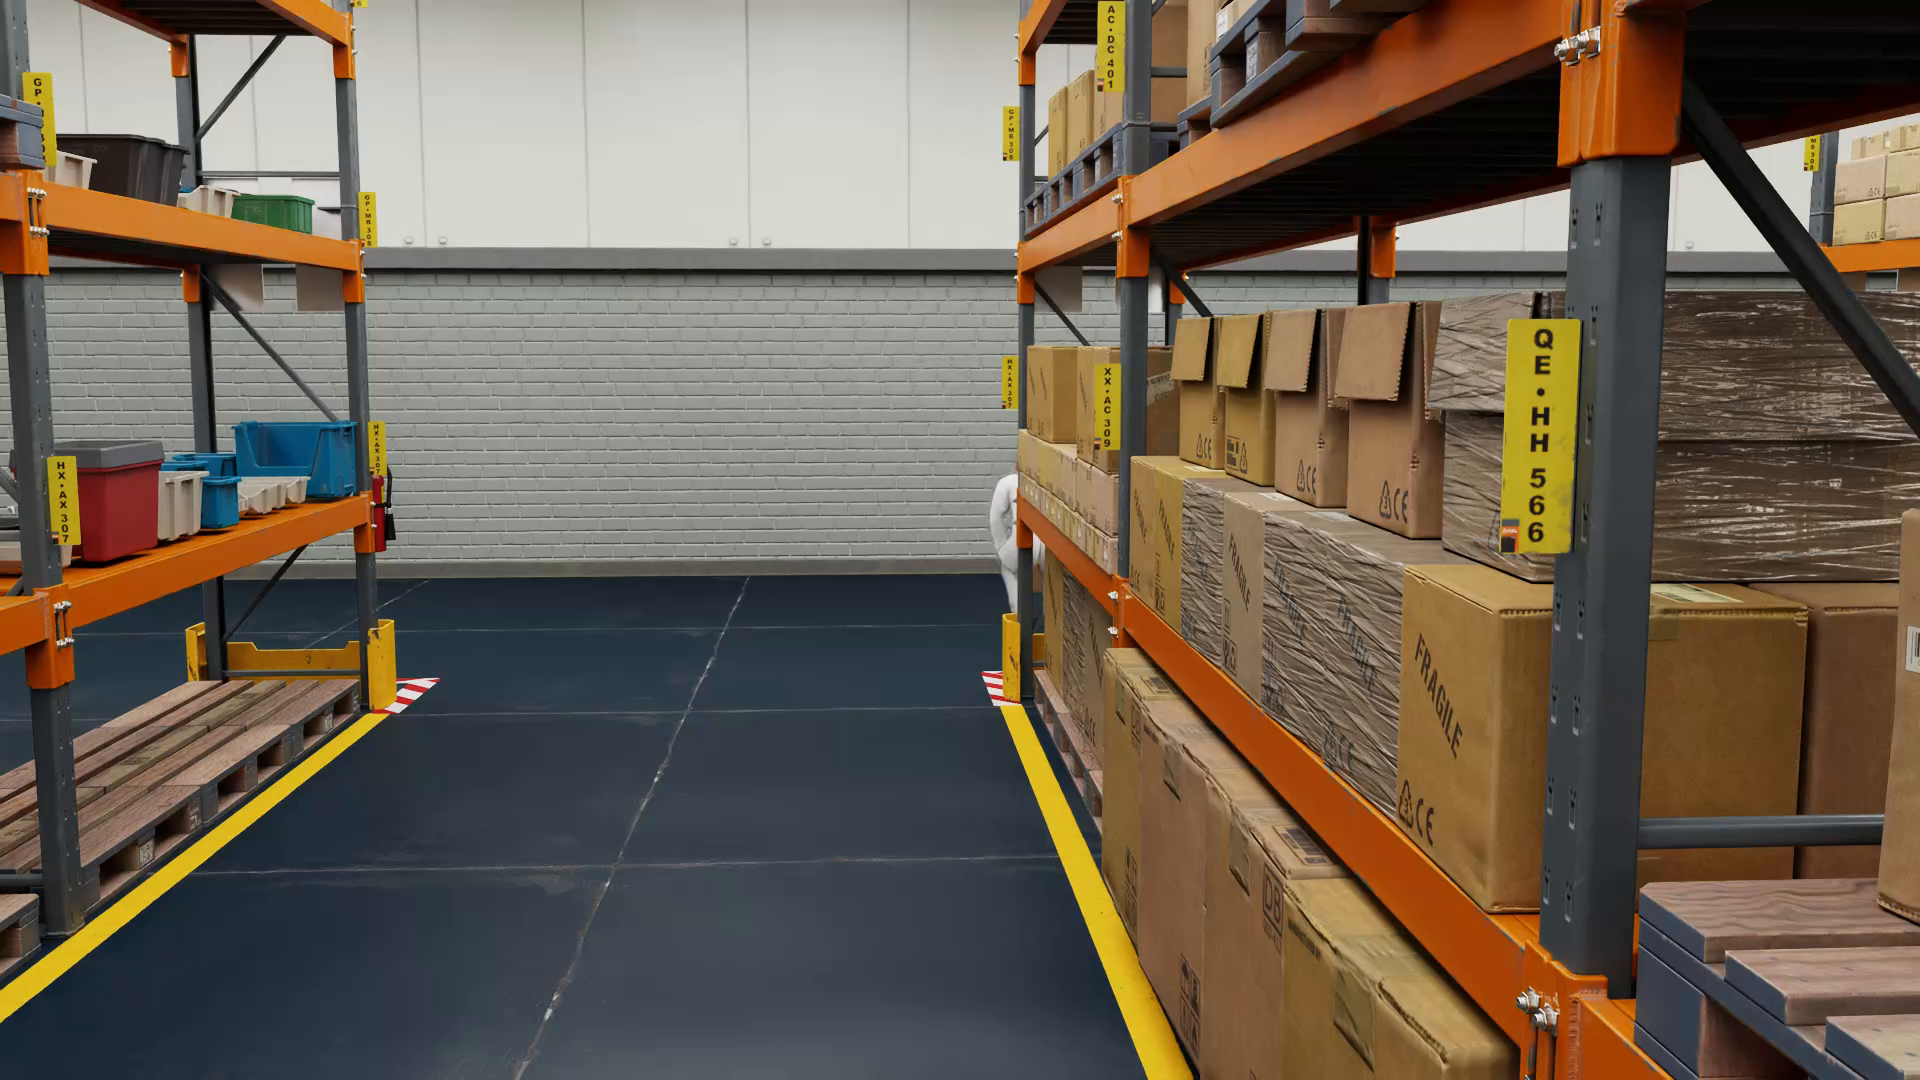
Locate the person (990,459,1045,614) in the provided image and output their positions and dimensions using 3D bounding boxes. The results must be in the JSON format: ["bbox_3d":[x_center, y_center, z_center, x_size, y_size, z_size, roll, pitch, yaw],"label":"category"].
[{"bbox_3d":[0.558,0.073,13.143,0.631,1.205,0.762,0,7,-4],"label":"person"}]
